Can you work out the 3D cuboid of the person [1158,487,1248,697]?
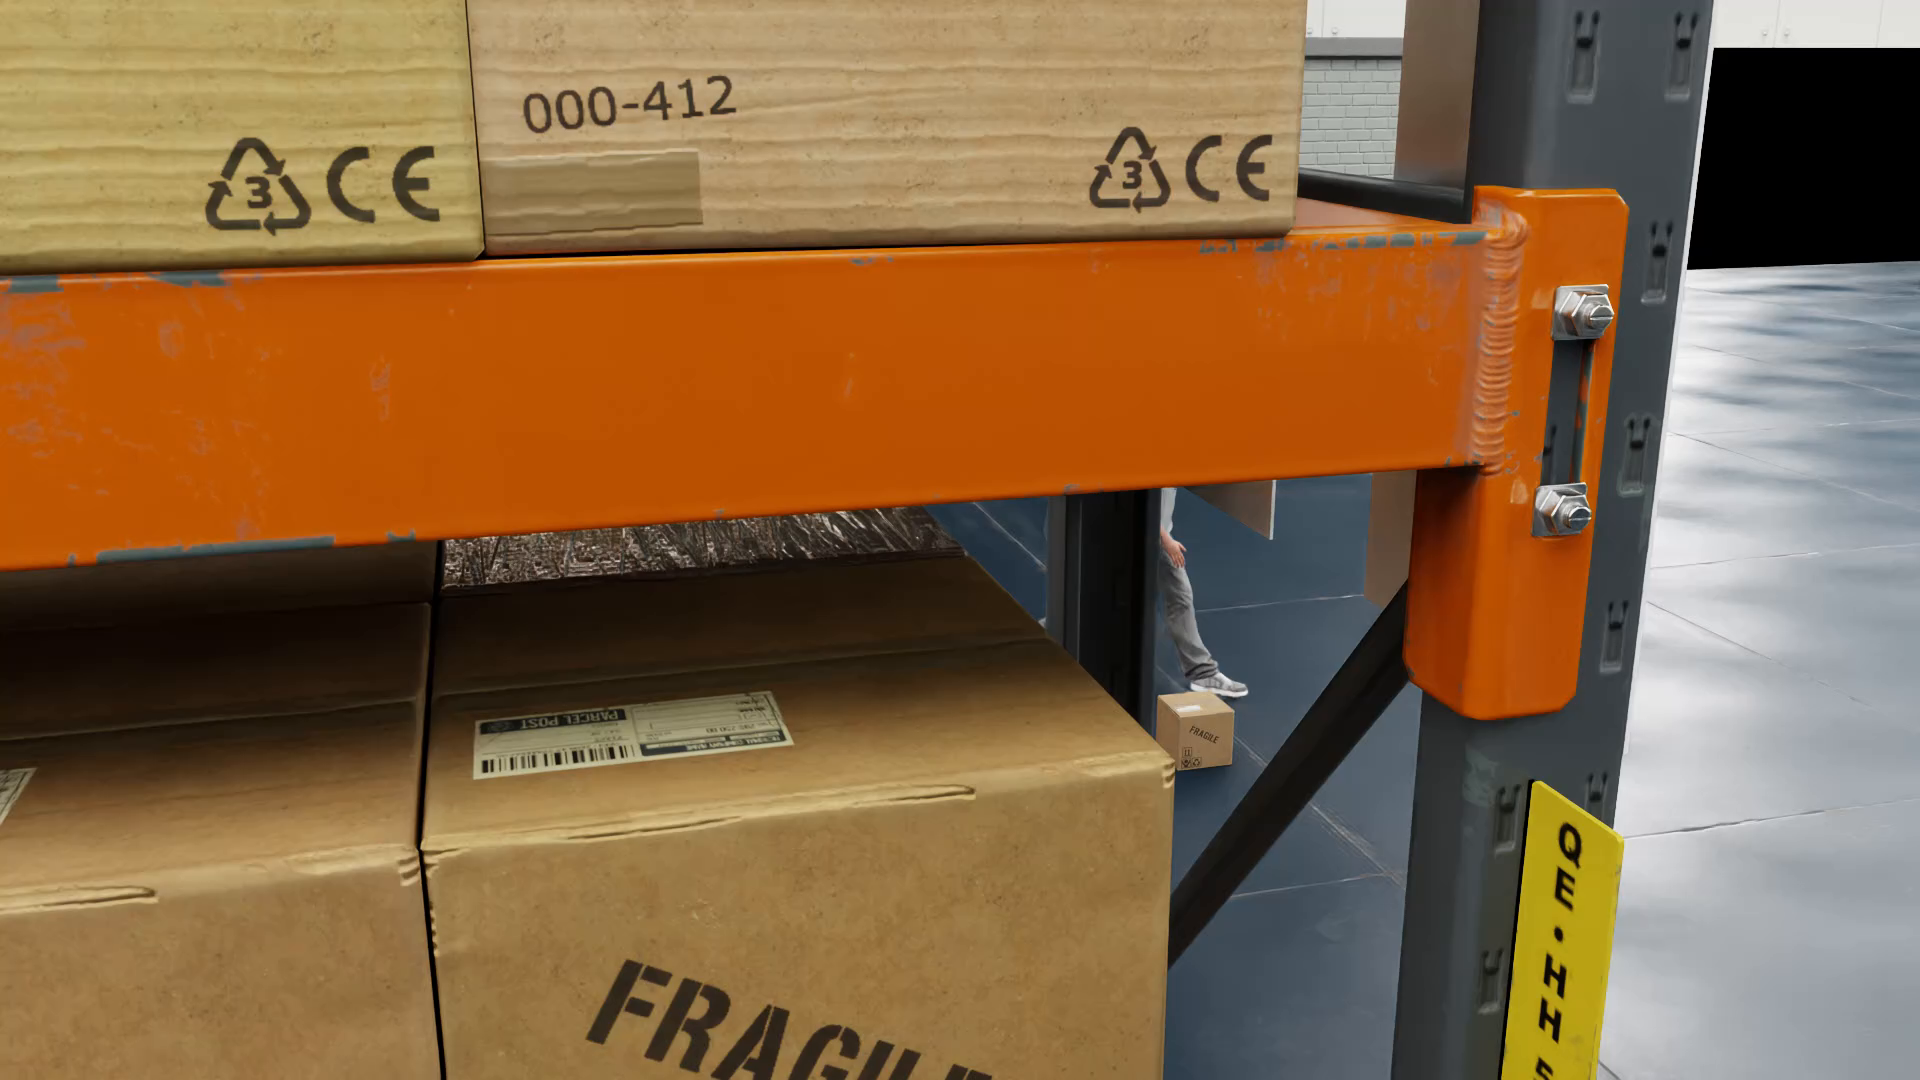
[{"bbox_3d":[0.909,-0.007,7.516,0.783,1.577,0.444,7,18,21],"label":"person"}]
